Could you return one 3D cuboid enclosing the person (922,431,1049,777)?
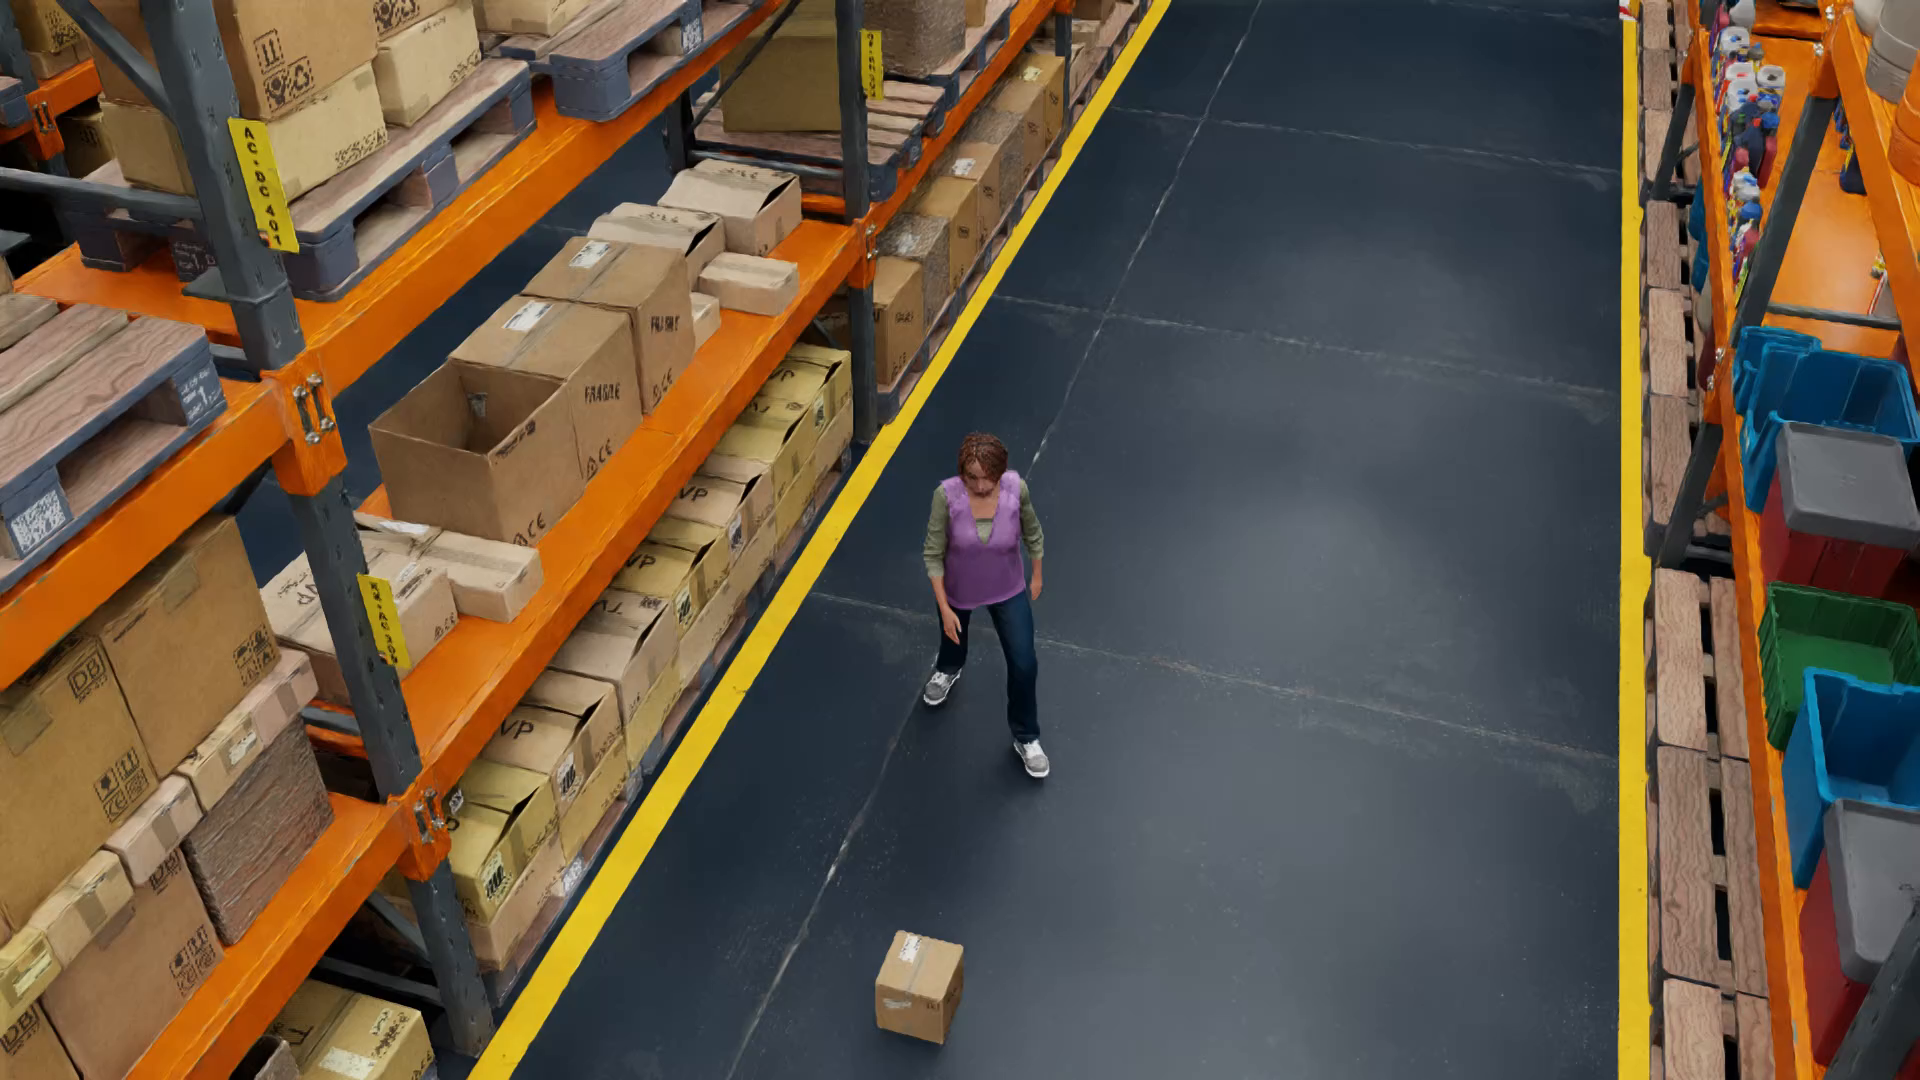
[{"bbox_3d":[0.105,0.178,6.682,0.515,1.543,0.726,-1,38,-1],"label":"person"}]
